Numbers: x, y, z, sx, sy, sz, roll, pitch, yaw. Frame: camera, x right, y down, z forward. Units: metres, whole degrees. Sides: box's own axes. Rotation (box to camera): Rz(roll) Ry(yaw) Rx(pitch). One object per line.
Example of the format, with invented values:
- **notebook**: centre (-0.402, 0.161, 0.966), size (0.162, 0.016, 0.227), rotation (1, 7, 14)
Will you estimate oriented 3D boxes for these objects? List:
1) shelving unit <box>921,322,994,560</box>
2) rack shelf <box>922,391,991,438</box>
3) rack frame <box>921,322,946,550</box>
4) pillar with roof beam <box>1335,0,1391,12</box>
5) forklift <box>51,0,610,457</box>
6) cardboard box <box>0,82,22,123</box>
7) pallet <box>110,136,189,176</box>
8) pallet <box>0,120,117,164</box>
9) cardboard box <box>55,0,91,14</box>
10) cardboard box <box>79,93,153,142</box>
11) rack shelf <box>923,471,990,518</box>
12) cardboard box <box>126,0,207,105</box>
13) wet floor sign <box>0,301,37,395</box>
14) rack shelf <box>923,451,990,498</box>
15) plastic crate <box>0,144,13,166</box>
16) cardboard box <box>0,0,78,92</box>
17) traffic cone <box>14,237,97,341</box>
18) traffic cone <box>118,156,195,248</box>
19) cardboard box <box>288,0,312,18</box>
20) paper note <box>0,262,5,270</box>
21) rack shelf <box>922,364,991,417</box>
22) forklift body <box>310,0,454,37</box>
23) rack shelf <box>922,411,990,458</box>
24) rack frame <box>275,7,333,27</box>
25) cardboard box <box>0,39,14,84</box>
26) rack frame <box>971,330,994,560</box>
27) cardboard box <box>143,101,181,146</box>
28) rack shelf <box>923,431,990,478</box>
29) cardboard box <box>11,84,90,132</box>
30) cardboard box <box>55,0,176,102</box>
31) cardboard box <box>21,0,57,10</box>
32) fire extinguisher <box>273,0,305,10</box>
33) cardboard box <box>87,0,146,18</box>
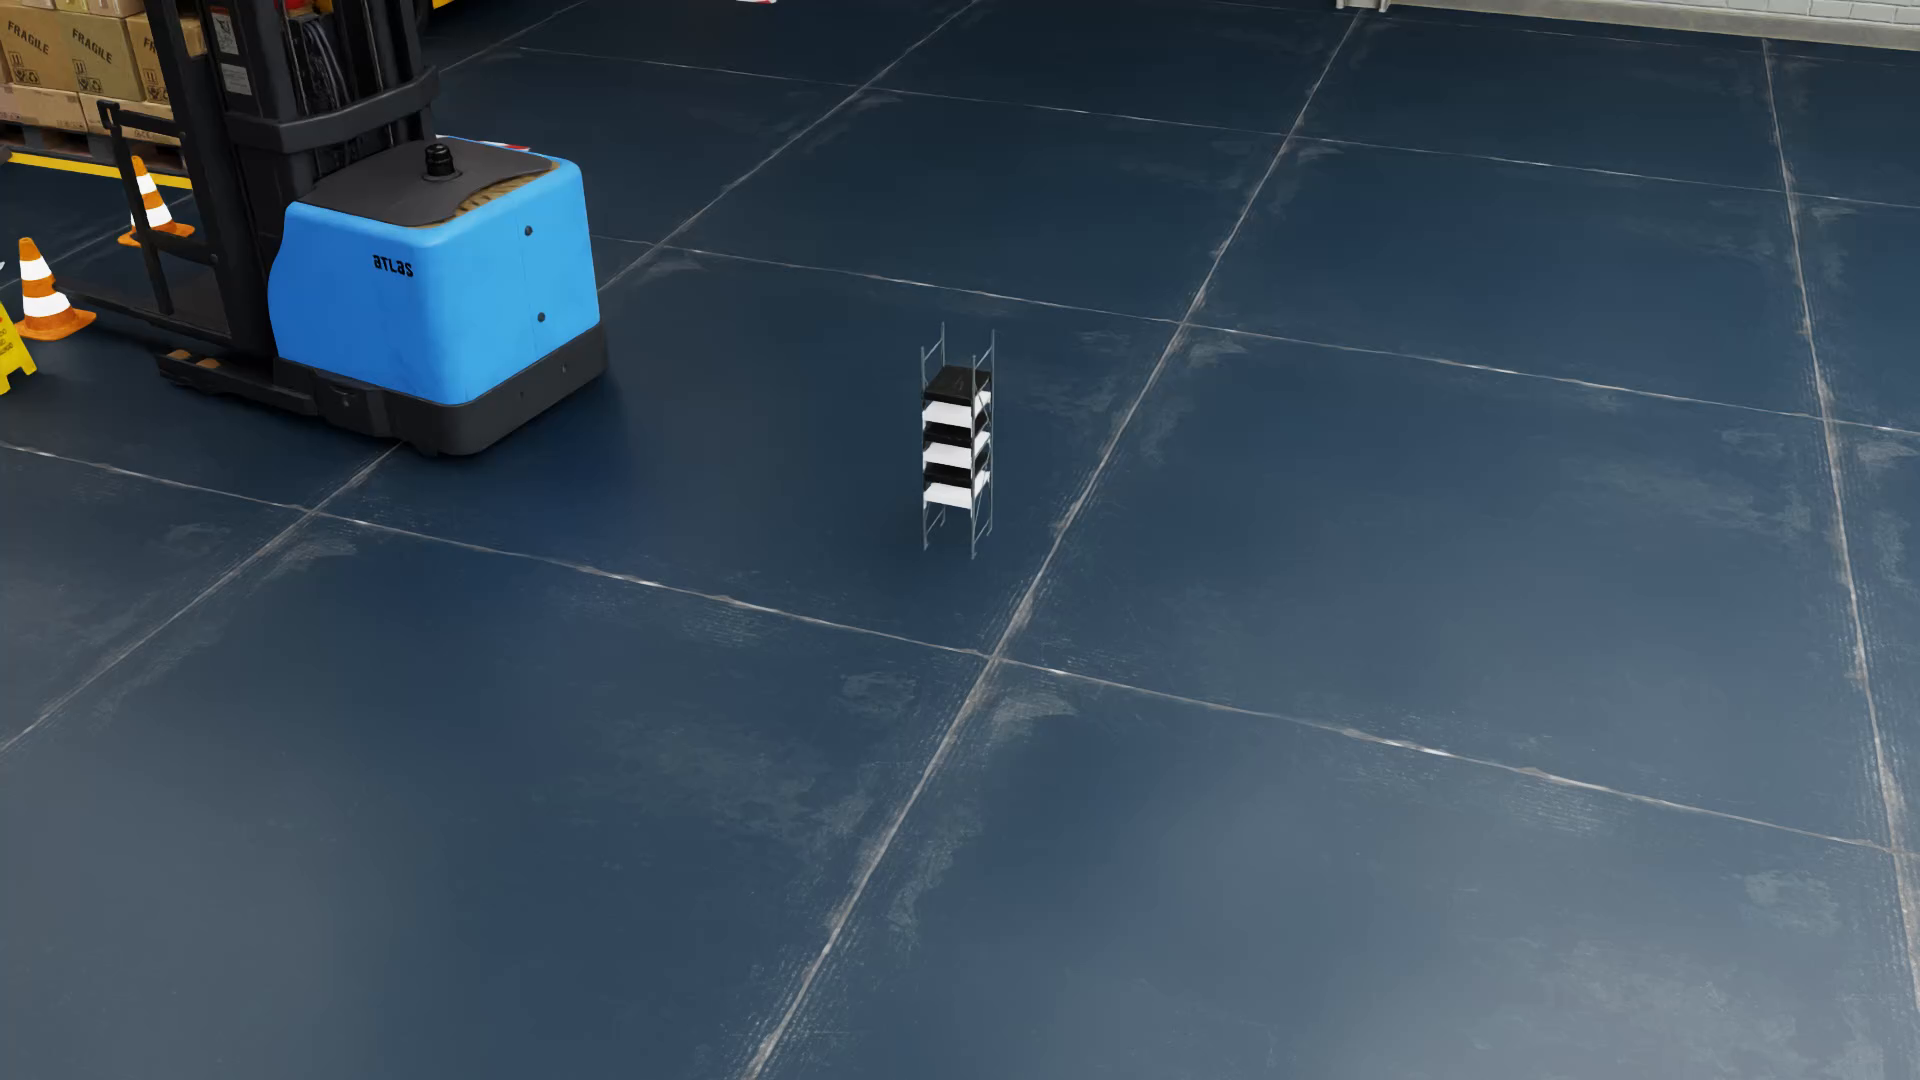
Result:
- **shelving unit**: centre (-0.008, -0.380, 6.508), size (0.210, 0.900, 0.258), rotation (11, 34, 16)
- **rack shelf**: centre (-0.008, -0.503, 6.429), size (0.200, 0.077, 0.258), rotation (11, 34, 16)
- **rack frame**: centre (-0.103, -0.398, 6.537), size (0.006, 0.900, 0.240), rotation (11, 34, 16)
- **pillar with roof beam**: centre (1.809, -5.908, 7.605), size (0.400, 9.000, 9.100), rotation (11, 34, 16)
- **forklift**: centre (-3.211, -2.150, 7.378), size (3.031, 2.935, 1.130), rotation (16, 36, 23)
- **cardboard box**: centre (-6.002, -2.881, 10.595), size (0.500, 0.250, 0.500), rotation (11, 34, 16)
- **pallet**: centre (-4.531, -2.571, 10.537), size (1.213, 0.211, 1.003), rotation (11, 34, 16)
- **pallet**: centre (-5.676, -2.795, 10.884), size (1.213, 0.211, 1.003), rotation (11, 34, 16)
- **cardboard box**: centre (-5.153, -3.264, 9.899), size (0.250, 0.149, 0.380), rotation (12, 35, 17)
- **cardboard box**: centre (-5.044, -2.692, 10.302), size (0.500, 0.250, 0.500), rotation (11, 34, 17)
- **rack shelf**: centre (-0.008, -0.200, 6.624), size (0.200, 0.077, 0.258), rotation (11, 34, 16)
- **cardboard box**: centre (-4.549, -2.911, 9.950), size (0.500, 0.500, 0.500), rotation (11, 35, 17)
- **wet floor sign**: centre (-4.587, -1.032, 7.753), size (0.232, 0.644, 0.267), rotation (5, 33, 8)
- **rack shelf**: centre (-0.008, -0.276, 6.575), size (0.200, 0.077, 0.258), rotation (11, 34, 16)
- **plastic crate**: centre (-6.271, -2.361, 10.333), size (0.583, 0.080, 0.402), rotation (0, 33, 0)
- **cardboard box**: centre (-5.514, -3.101, 10.244), size (0.500, 0.500, 0.500), rotation (10, 34, 15)
- **traffic cone**: centre (-4.601, -1.287, 8.316), size (0.334, 0.463, 0.336), rotation (11, 34, 16)
- **traffic cone**: centre (-4.547, -1.916, 9.290), size (0.334, 0.463, 0.336), rotation (11, 34, 16)
- **cardboard box**: centre (-4.396, -3.191, 10.383), size (0.500, 0.500, 0.500), rotation (10, 34, 15)
- **paper note**: centre (-5.268, -1.471, 9.000), size (0.142, 0.019, 0.148), rotation (0, 33, 0)
- **rack shelf**: centre (-0.008, -0.578, 6.380), size (0.200, 0.077, 0.258), rotation (11, 34, 16)
- **forklift body**: centre (-4.436, -5.155, 12.752), size (1.214, 2.155, 2.313), rotation (11, 34, 16)
- **rack shelf**: centre (-0.008, -0.427, 6.477), size (0.200, 0.077, 0.258), rotation (11, 34, 16)
- **rack frame**: centre (-3.707, -3.561, 9.501), size (0.127, 3.000, 1.000), rotation (11, 34, 16)
- **cardboard box**: centre (-6.013, -3.196, 10.391), size (0.500, 0.500, 0.500), rotation (13, 35, 19)
- **rack frame**: centre (0.088, -0.361, 6.479), size (0.006, 0.900, 0.240), rotation (11, 34, 16)
- **cardboard box**: centre (-4.581, -2.598, 10.156), size (0.500, 0.250, 0.500), rotation (11, 34, 16)
- **rack shelf**: centre (-0.008, -0.352, 6.526), size (0.200, 0.077, 0.258), rotation (11, 34, 16)
- **cardboard box**: centre (-5.538, -2.785, 10.446), size (0.500, 0.250, 0.500), rotation (10, 34, 15)
- **cardboard box**: centre (-5.042, -3.005, 10.095), size (0.500, 0.500, 0.500), rotation (12, 35, 18)
- **cardboard box**: centre (-5.400, -3.313, 9.975), size (0.250, 0.149, 0.380), rotation (12, 35, 19)
- **fire extinguisher**: centre (-3.755, -3.273, 9.125), size (0.183, 0.674, 0.296), rotation (11, 34, 16)
- **cardboard box**: centre (-4.917, -3.217, 9.825), size (0.250, 0.149, 0.380), rotation (12, 35, 18)
